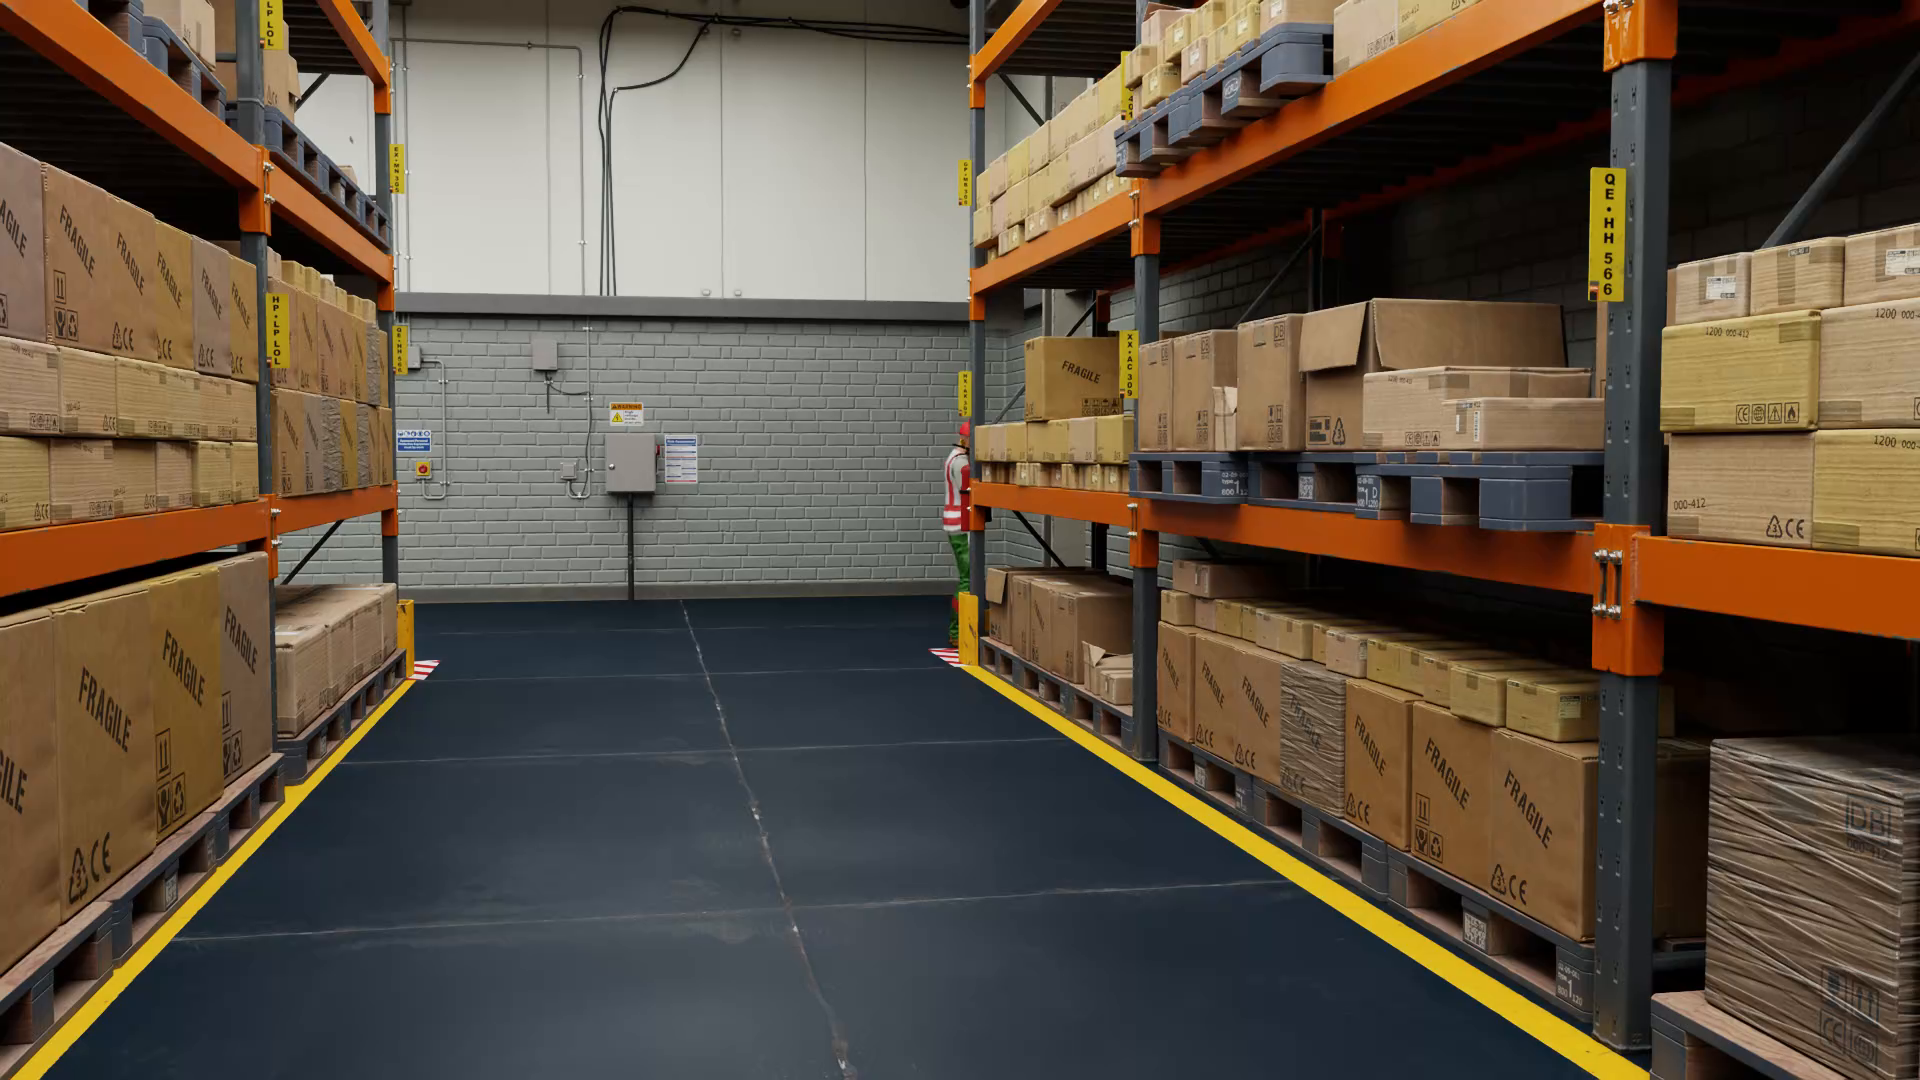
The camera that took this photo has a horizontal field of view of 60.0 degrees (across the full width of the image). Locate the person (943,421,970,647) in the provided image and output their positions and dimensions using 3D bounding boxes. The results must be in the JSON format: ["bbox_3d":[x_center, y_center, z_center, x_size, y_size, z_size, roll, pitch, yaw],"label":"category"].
[{"bbox_3d":[0.064,-0.056,13.093,0.388,1.766,0.533,0,3,-7],"label":"person"}]
